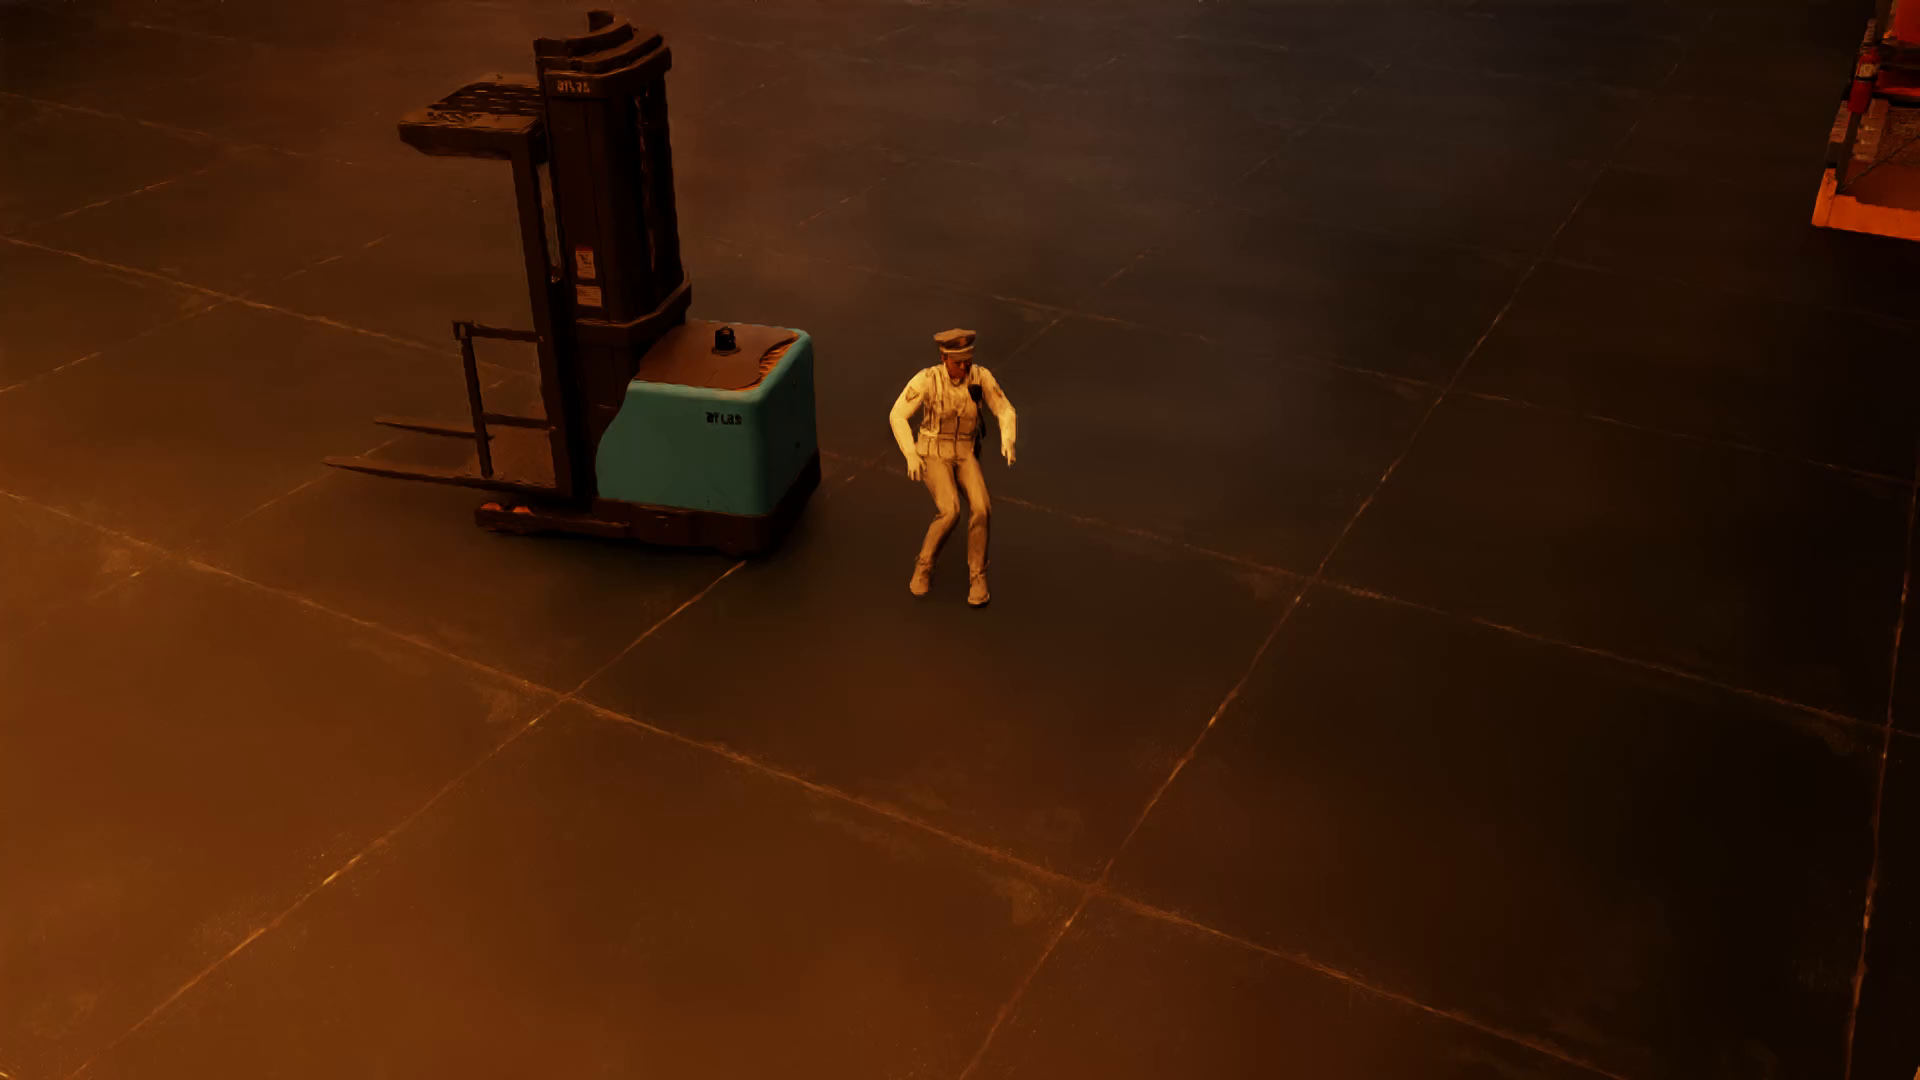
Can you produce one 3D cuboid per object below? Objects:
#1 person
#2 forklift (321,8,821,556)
[{"bbox_3d":[0.036,-0.420,9.341,0.766,1.475,0.800,-13,32,-21],"label":"person"},{"bbox_3d":[-2.454,-1.554,9.764,3.031,2.935,1.130,7,31,12],"label":"forklift"}]
